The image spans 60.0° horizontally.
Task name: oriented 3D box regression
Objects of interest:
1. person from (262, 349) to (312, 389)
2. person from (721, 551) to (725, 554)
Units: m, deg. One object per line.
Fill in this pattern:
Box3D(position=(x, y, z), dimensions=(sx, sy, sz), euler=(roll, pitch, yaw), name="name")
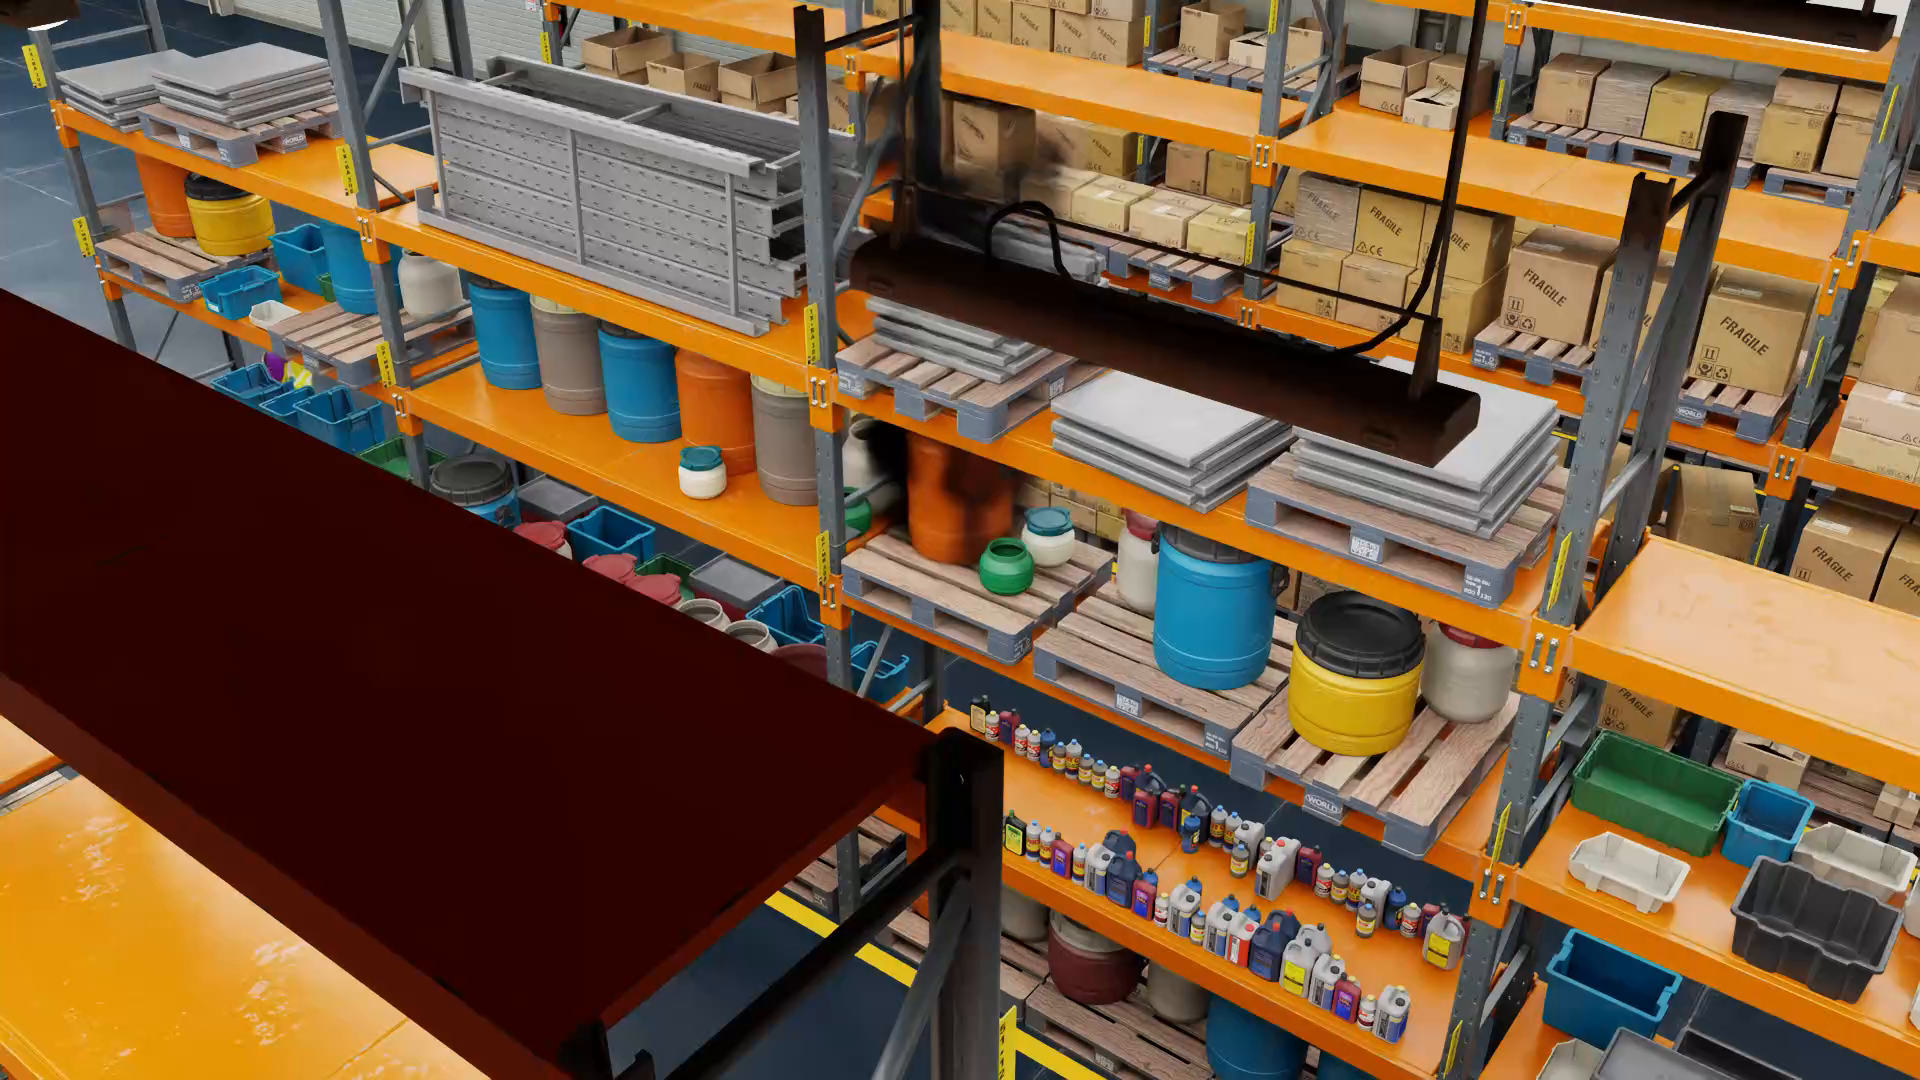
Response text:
Box3D(position=(-6.521, -1.482, 16.084), dimensions=(0.530, 1.693, 0.747), euler=(2, 31, 3), name="person")
Box3D(position=(-1.814, -0.402, 14.354), dimensions=(0.821, 1.715, 0.550), euler=(16, 35, 25), name="person")
